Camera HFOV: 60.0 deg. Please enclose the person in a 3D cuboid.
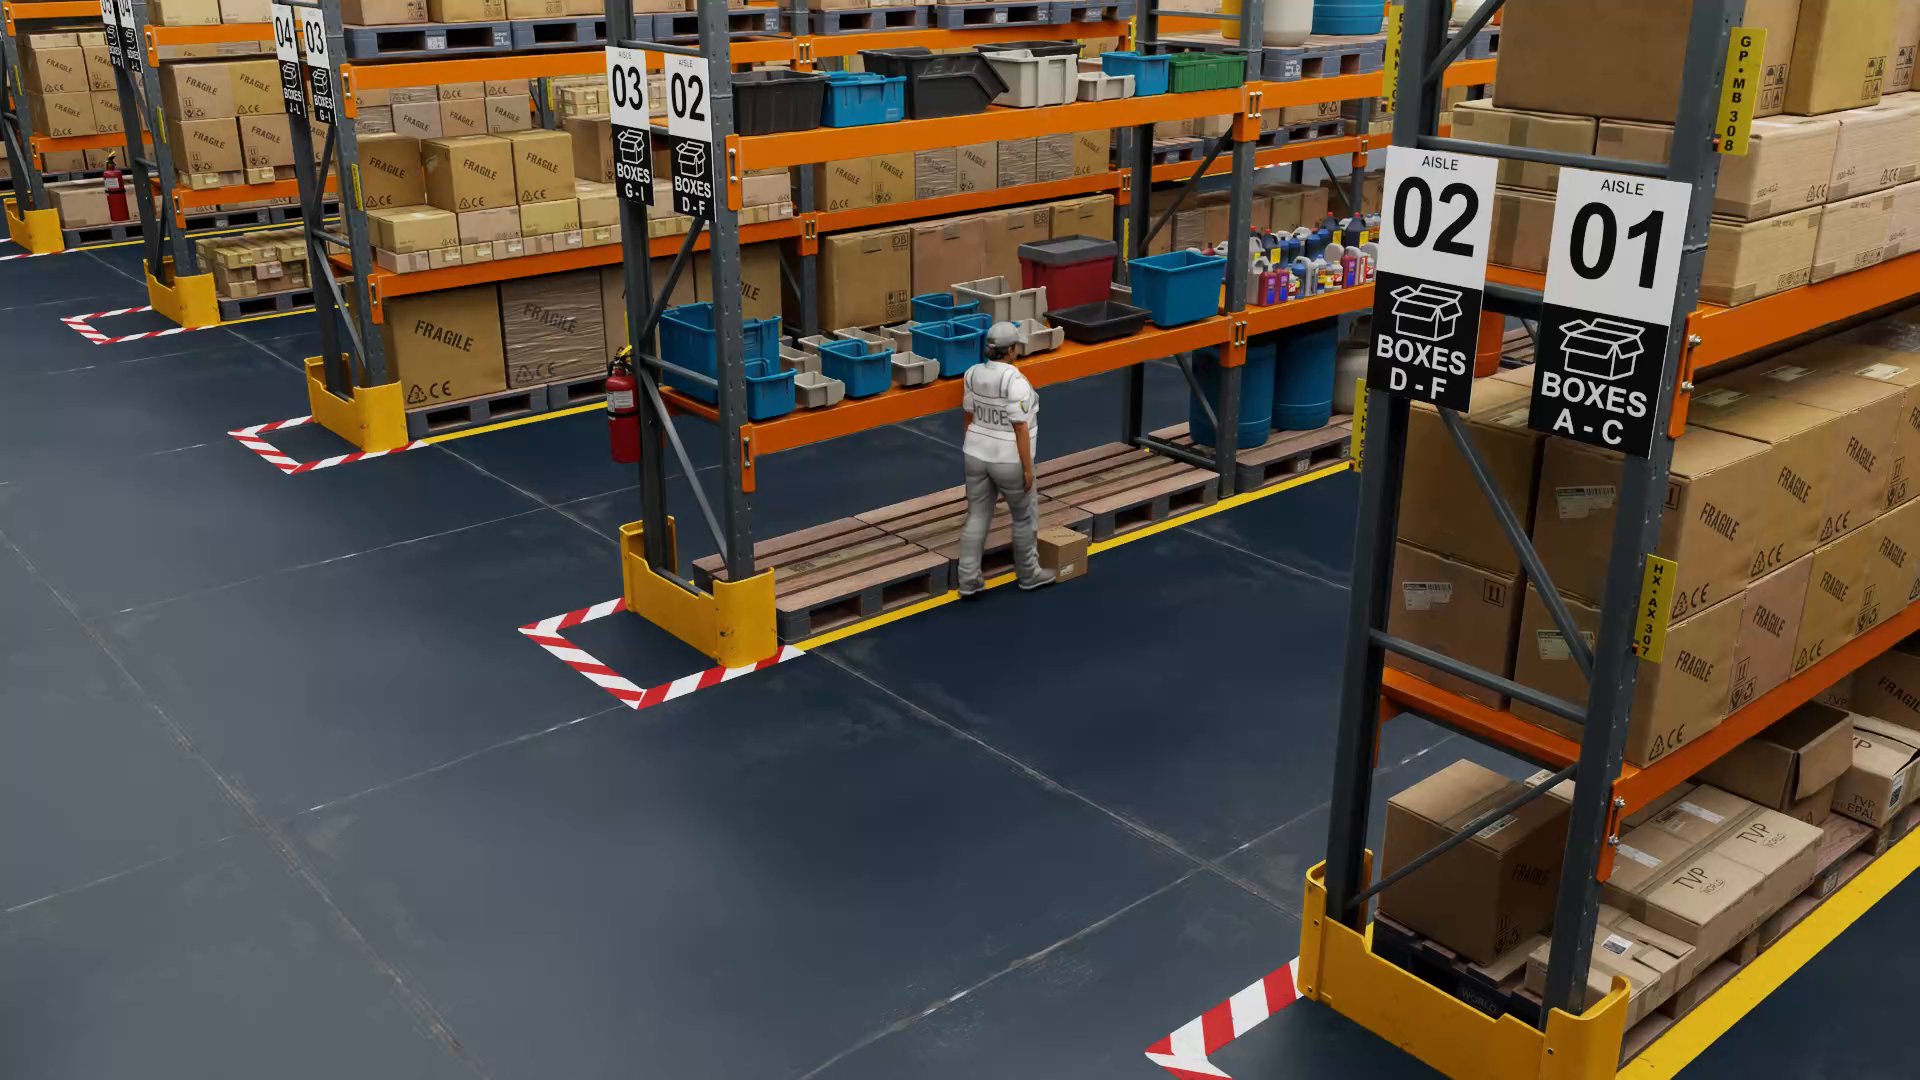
[{"bbox_3d":[0.272,-0.482,9.811,0.484,1.660,0.654,17,27,37],"label":"person"}]
